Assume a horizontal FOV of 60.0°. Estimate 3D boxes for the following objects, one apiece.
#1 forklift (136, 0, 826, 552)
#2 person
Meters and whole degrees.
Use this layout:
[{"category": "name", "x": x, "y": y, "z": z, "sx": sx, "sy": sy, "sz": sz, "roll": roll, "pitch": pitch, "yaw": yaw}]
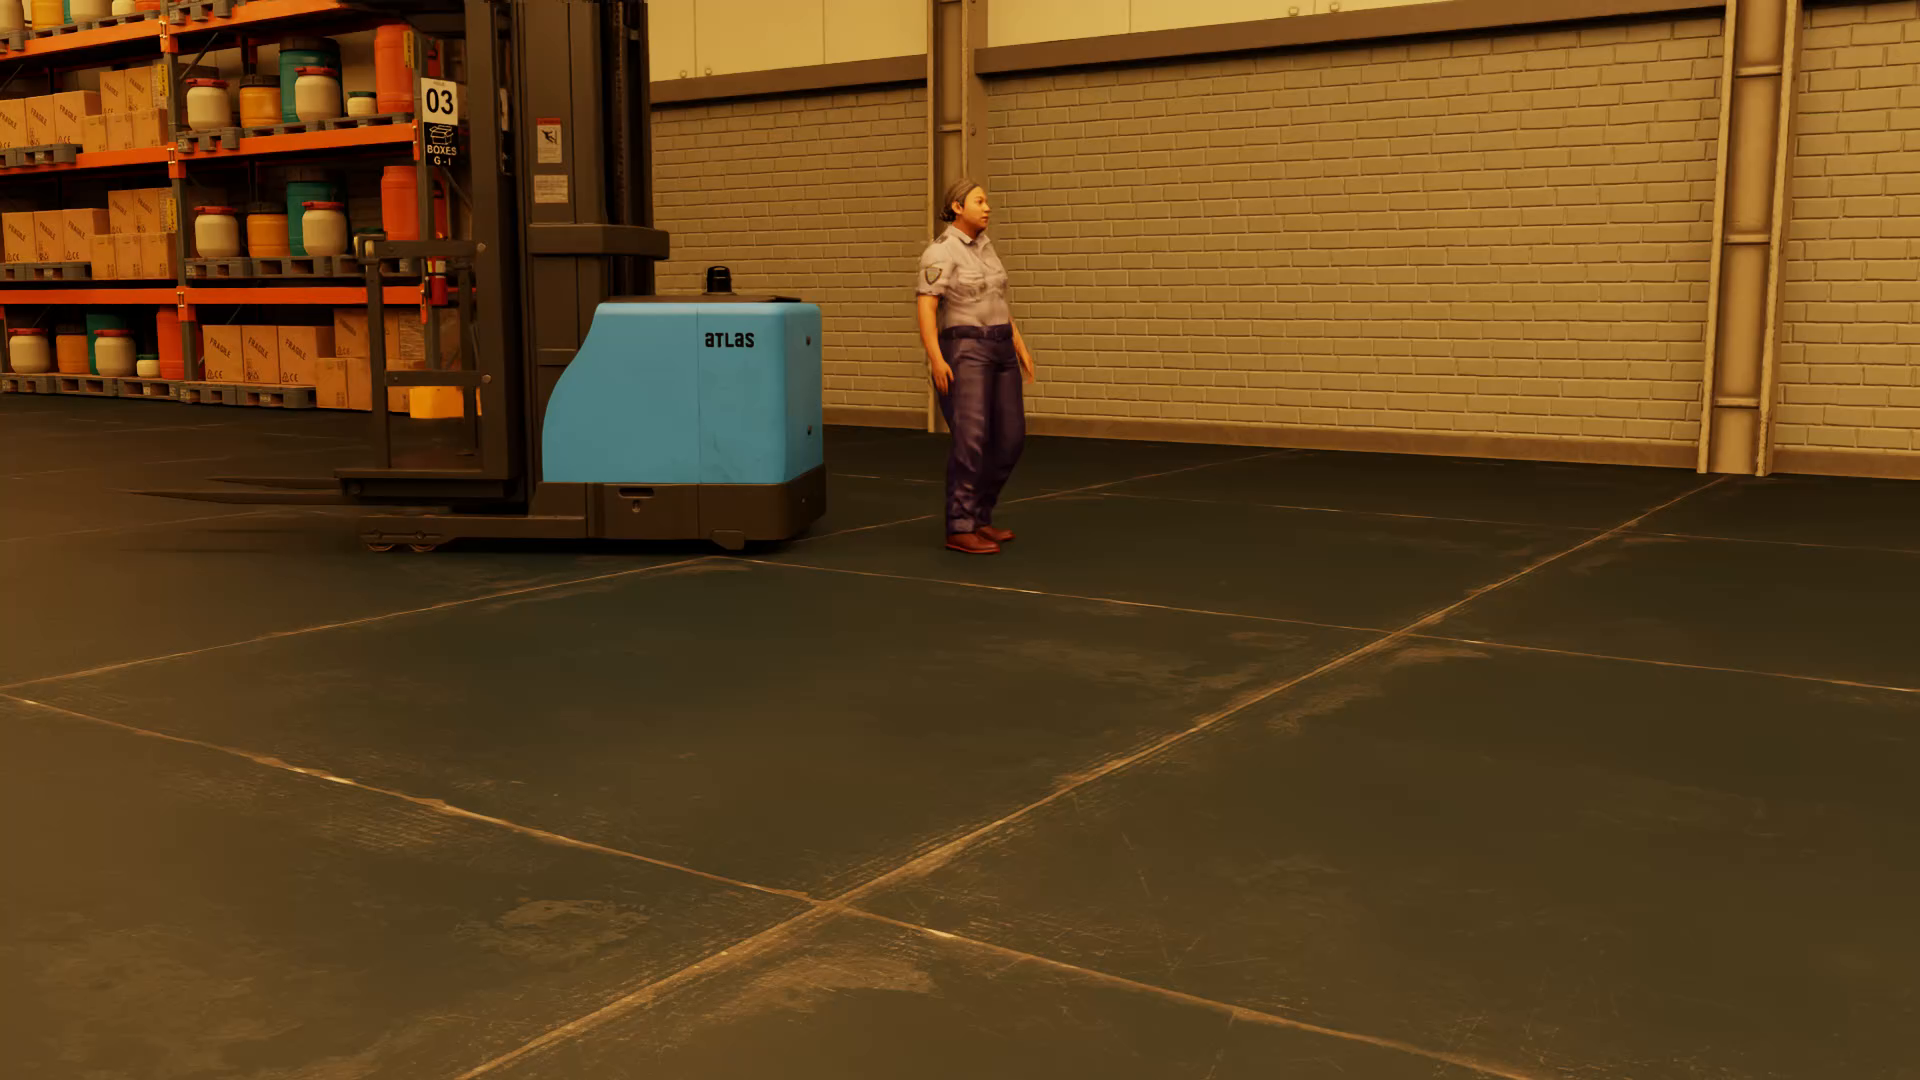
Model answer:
[{"category": "forklift", "x": -2.193, "y": -1.470, "z": 7.532, "sx": 3.031, "sy": 2.935, "sz": 1.130, "roll": 1, "pitch": 8, "yaw": 6}, {"category": "person", "x": 0.115, "y": -0.778, "z": 7.384, "sx": 0.516, "sy": 1.635, "sz": 0.620, "roll": 6, "pitch": 10, "yaw": 38}]
